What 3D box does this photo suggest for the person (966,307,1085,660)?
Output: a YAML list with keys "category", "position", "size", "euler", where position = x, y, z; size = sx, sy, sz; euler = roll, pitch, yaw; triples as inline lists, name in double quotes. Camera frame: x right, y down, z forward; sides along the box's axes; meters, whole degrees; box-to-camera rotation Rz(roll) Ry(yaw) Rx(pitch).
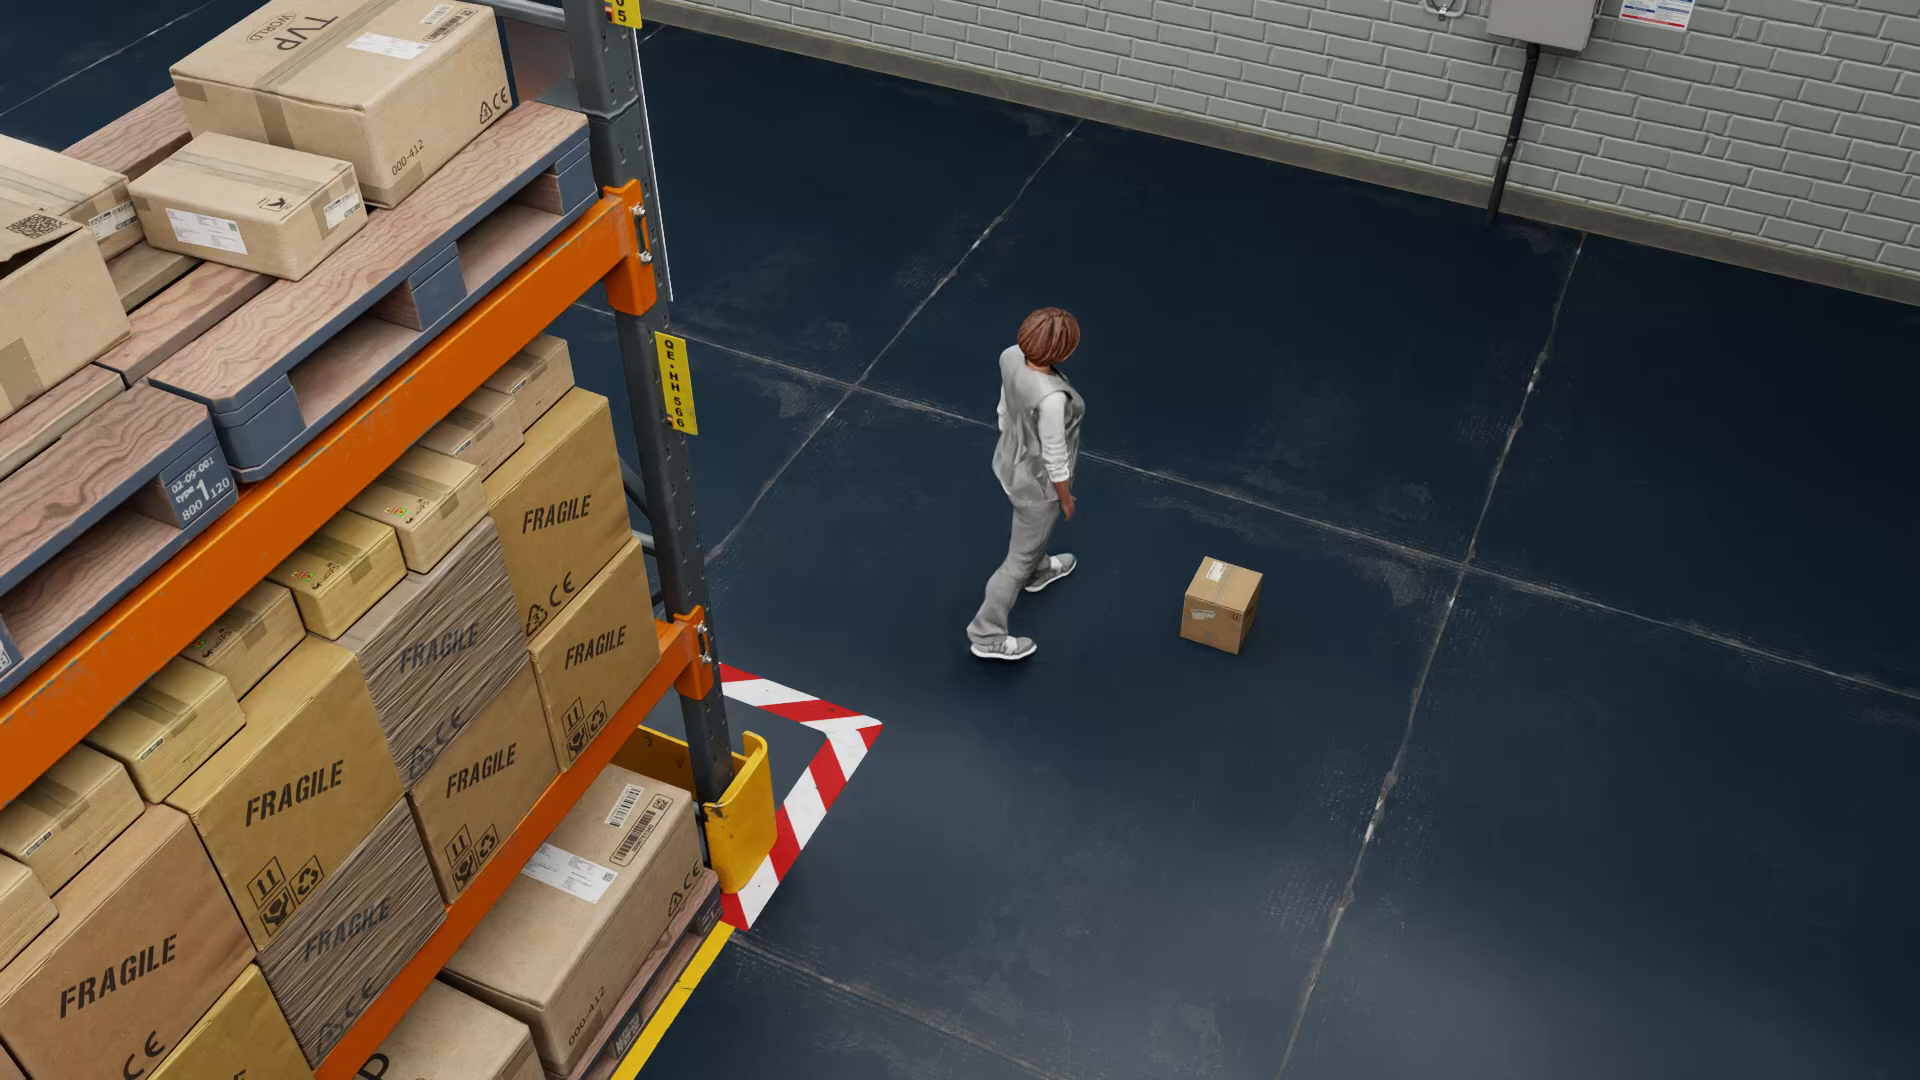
- category: "person"
  position: [0.280, -0.260, 6.445]
  size: [0.633, 1.577, 0.492]
  euler: [-15, 45, -16]
